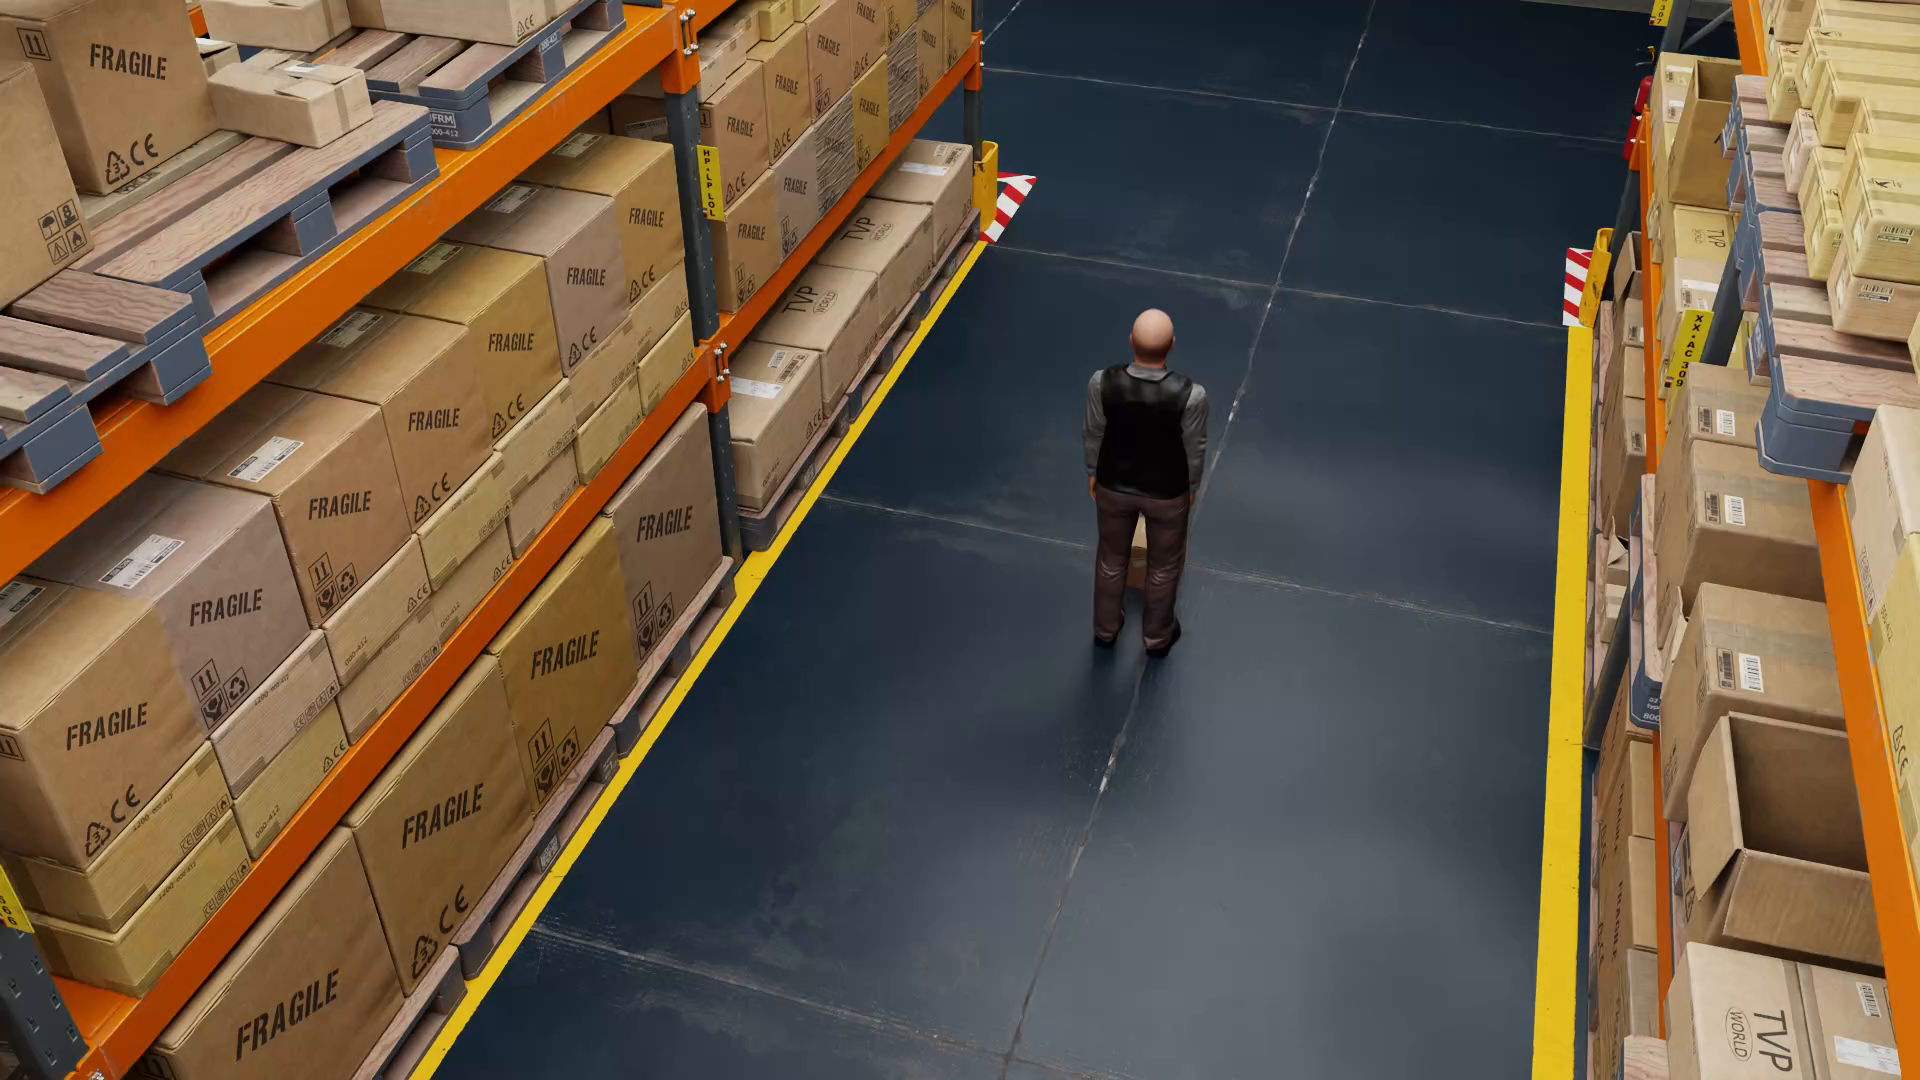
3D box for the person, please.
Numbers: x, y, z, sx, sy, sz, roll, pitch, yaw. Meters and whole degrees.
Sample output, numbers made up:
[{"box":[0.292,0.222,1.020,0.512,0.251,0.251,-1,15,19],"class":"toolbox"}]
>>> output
[{"box":[0.793,-0.244,7.237,0.534,1.724,0.346,11,38,15],"class":"person"}]
